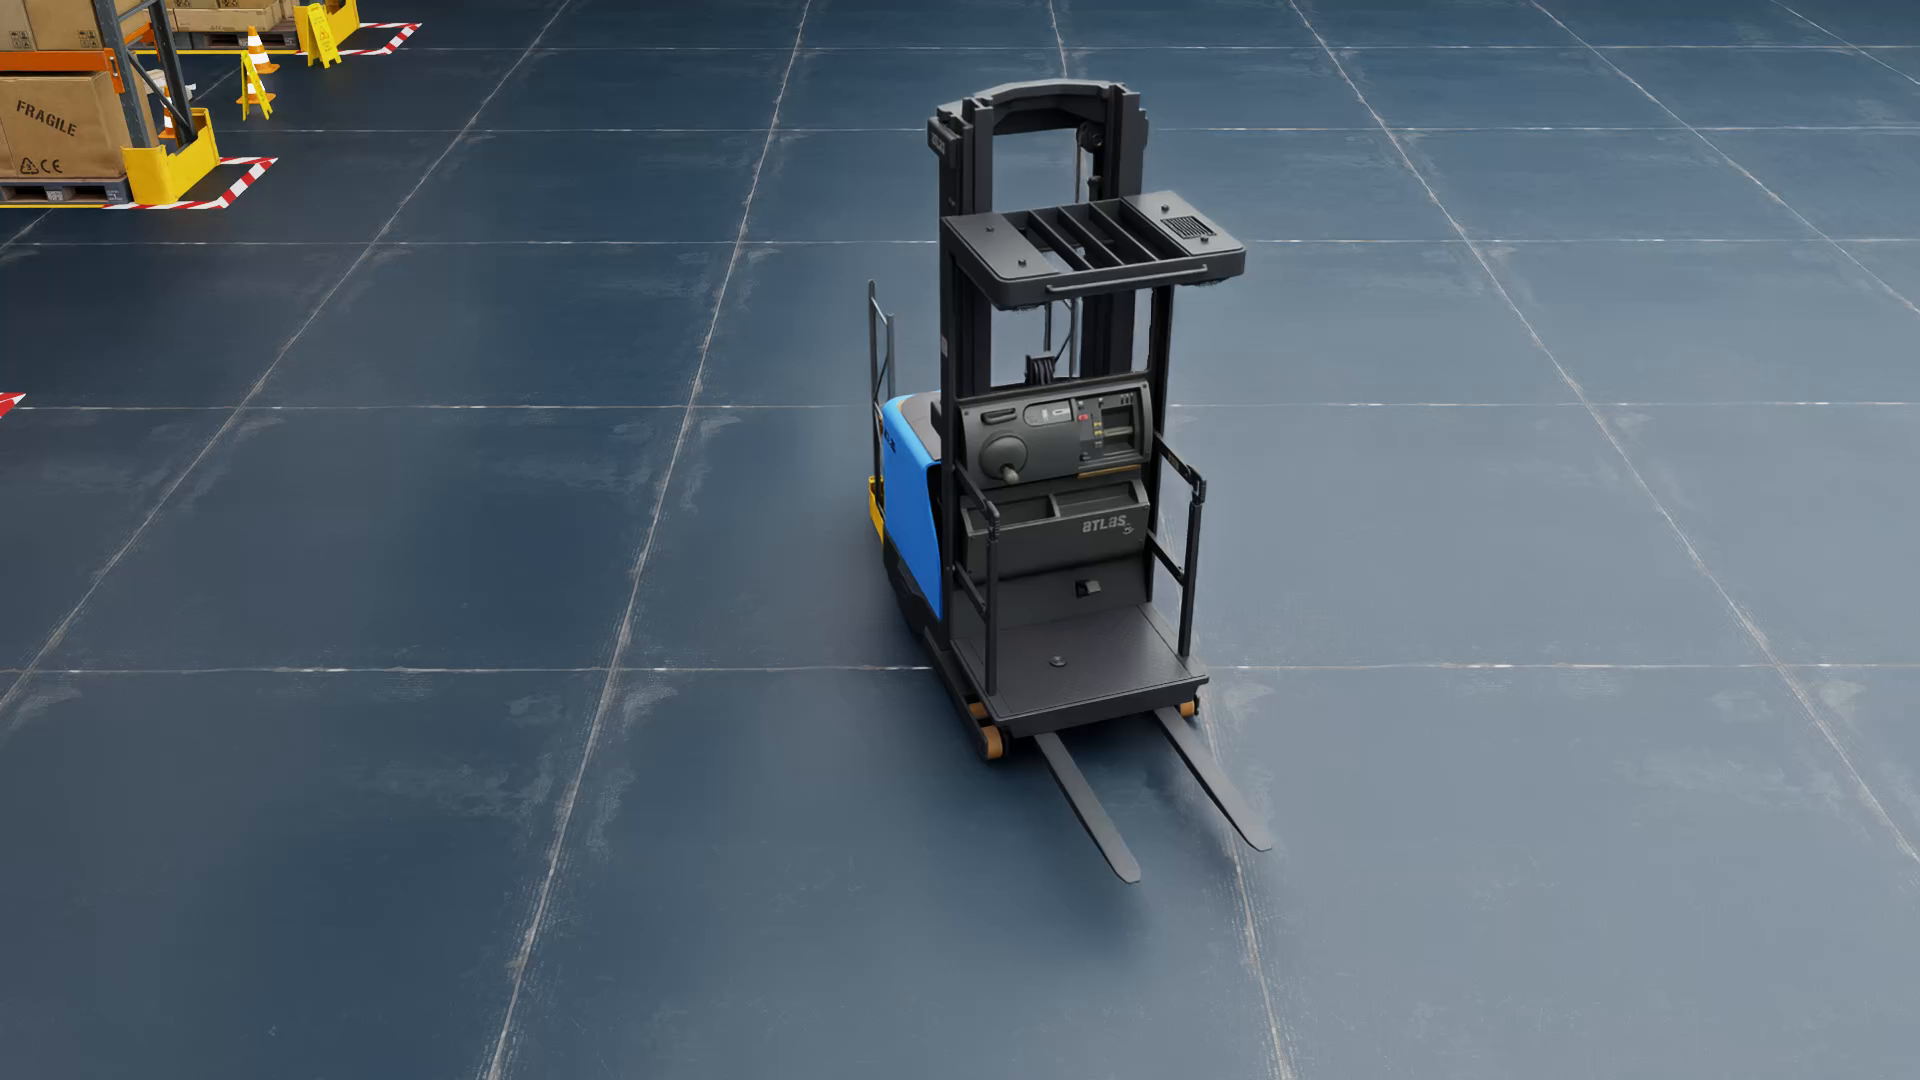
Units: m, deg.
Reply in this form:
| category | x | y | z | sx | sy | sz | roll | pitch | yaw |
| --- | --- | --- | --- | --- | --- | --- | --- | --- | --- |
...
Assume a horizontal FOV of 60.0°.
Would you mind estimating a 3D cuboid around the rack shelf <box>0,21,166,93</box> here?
| category | x | y | z | sx | sy | sz | roll | pitch | yaw |
| --- | --- | --- | --- | --- | --- | --- | --- | --- | --- |
| rack shelf | -9.035 | -4.178 | 14.327 | 4.000 | 0.370 | 1.077 | 0 | 31 | 0 |

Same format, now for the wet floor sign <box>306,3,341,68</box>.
| category | x | y | z | sx | sy | sz | roll | pitch | yaw |
| --- | --- | --- | --- | --- | --- | --- | --- | --- | --- |
| wet floor sign | -6.970 | -5.498 | 18.079 | 0.232 | 0.644 | 0.267 | 10 | 33 | 17 |

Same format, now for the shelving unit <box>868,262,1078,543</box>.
| category | x | y | z | sx | sy | sz | roll | pitch | yaw |
| --- | --- | --- | --- | --- | --- | --- | --- | --- | --- |
| shelving unit | 0.057 | -0.723 | 9.385 | 1.083 | 1.500 | 0.587 | -8 | 32 | -13 |

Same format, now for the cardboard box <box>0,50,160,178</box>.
| category | x | y | z | sx | sy | sz | roll | pitch | yaw |
| --- | --- | --- | --- | --- | --- | --- | --- | --- | --- |
| cardboard box | -7.713 | -3.726 | 14.533 | 0.875 | 0.875 | 0.875 | 0 | 31 | 0 |

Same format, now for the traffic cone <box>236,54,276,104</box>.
| category | x | y | z | sx | sy | sz | roll | pitch | yaw |
| --- | --- | --- | --- | --- | --- | --- | --- | --- | --- |
| traffic cone | -7.242 | -4.729 | 16.988 | 0.334 | 0.463 | 0.336 | 0 | 31 | 0 |

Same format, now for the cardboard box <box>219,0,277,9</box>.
| category | x | y | z | sx | sy | sz | roll | pitch | yaw |
| --- | --- | --- | --- | --- | --- | --- | --- | --- | --- |
| cardboard box | -7.966 | -6.246 | 18.565 | 0.500 | 0.500 | 0.500 | 0 | 31 | 0 |

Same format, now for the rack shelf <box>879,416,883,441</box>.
| category | x | y | z | sx | sy | sz | roll | pitch | yaw |
| --- | --- | --- | --- | --- | --- | --- | --- | --- | --- |
| rack shelf | 0.066 | -0.571 | 9.480 | 1.000 | 0.185 | 0.538 | -8 | 32 | -13 |

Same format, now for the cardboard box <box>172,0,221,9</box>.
| category | x | y | z | sx | sy | sz | roll | pitch | yaw |
| --- | --- | --- | --- | --- | --- | --- | --- | --- | --- |
| cardboard box | -8.488 | -6.242 | 18.559 | 0.500 | 0.500 | 0.500 | 1 | 31 | 2 |

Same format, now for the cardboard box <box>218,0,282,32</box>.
| category | x | y | z | sx | sy | sz | roll | pitch | yaw |
| --- | --- | --- | --- | --- | --- | --- | --- | --- | --- |
| cardboard box | -7.997 | -5.921 | 18.752 | 0.500 | 0.250 | 0.500 | 0 | 31 | -1 |

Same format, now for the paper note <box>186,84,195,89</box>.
| category | x | y | z | sx | sy | sz | roll | pitch | yaw |
| --- | --- | --- | --- | --- | --- | --- | --- | --- | --- |
| paper note | -8.099 | -4.754 | 17.445 | 0.142 | 0.019 | 0.148 | -11 | 33 | -17 |

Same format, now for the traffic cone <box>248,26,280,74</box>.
| category | x | y | z | sx | sy | sz | roll | pitch | yaw |
| --- | --- | --- | --- | --- | --- | --- | --- | --- | --- |
| traffic cone | -7.588 | -5.304 | 17.935 | 0.334 | 0.463 | 0.336 | 0 | 31 | 0 |

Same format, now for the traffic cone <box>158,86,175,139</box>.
| category | x | y | z | sx | sy | sz | roll | pitch | yaw |
| --- | --- | --- | --- | --- | --- | --- | --- | --- | --- |
| traffic cone | -7.575 | -4.142 | 16.020 | 0.334 | 0.463 | 0.336 | 0 | 31 | 0 |

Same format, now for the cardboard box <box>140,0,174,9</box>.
| category | x | y | z | sx | sy | sz | roll | pitch | yaw |
| --- | --- | --- | --- | --- | --- | --- | --- | --- | --- |
| cardboard box | -8.992 | -6.244 | 18.562 | 0.500 | 0.500 | 0.500 | -1 | 31 | -1 |

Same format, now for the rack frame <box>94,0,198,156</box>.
| category | x | y | z | sx | sy | sz | roll | pitch | yaw |
| --- | --- | --- | --- | --- | --- | --- | --- | --- | --- |
| rack frame | -7.035 | -4.492 | 14.150 | 0.127 | 3.000 | 1.000 | 0 | 31 | 0 |

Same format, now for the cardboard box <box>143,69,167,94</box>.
| category | x | y | z | sx | sy | sz | roll | pitch | yaw |
| --- | --- | --- | --- | --- | --- | --- | --- | --- | --- |
| cardboard box | -8.464 | -4.788 | 17.388 | 0.250 | 0.149 | 0.380 | 16 | 35 | 25 |

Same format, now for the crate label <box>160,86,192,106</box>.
| category | x | y | z | sx | sy | sz | roll | pitch | yaw |
| --- | --- | --- | --- | --- | --- | --- | --- | --- | --- |
| crate label | -8.028 | -4.555 | 17.015 | 0.298 | 0.136 | 0.250 | -17 | 35 | -26 |

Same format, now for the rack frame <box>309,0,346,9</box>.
| category | x | y | z | sx | sy | sz | roll | pitch | yaw |
| --- | --- | --- | --- | --- | --- | --- | --- | --- | --- |
| rack frame | -7.166 | -7.059 | 18.382 | 0.127 | 3.000 | 1.000 | 0 | 31 | 0 |

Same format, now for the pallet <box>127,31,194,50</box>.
| category | x | y | z | sx | sy | sz | roll | pitch | yaw |
| --- | --- | --- | --- | --- | --- | --- | --- | --- | --- |
| pallet | -9.272 | -5.880 | 19.127 | 1.213 | 0.211 | 1.003 | 0 | 31 | 0 |

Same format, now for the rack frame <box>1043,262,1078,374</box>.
| category | x | y | z | sx | sy | sz | roll | pitch | yaw |
| --- | --- | --- | --- | --- | --- | --- | --- | --- | --- |
| rack frame | 0.557 | -0.792 | 9.499 | 0.032 | 1.500 | 0.500 | -8 | 32 | -13 |

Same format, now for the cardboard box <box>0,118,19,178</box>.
| category | x | y | z | sx | sy | sz | roll | pitch | yaw |
| --- | --- | --- | --- | --- | --- | --- | --- | --- | --- |
| cardboard box | -8.593 | -3.723 | 14.526 | 0.875 | 0.875 | 0.875 | -1 | 31 | -1 |

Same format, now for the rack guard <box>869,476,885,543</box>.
| category | x | y | z | sx | sy | sz | roll | pitch | yaw |
| --- | --- | --- | --- | --- | --- | --- | --- | --- | --- |
| rack guard | -0.424 | -0.122 | 9.600 | 0.087 | 0.250 | 0.587 | -8 | 32 | -13 |

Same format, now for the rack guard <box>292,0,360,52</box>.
| category | x | y | z | sx | sy | sz | roll | pitch | yaw |
| --- | --- | --- | --- | --- | --- | --- | --- | --- | --- |
| rack guard | -7.242 | -5.990 | 19.030 | 0.348 | 0.500 | 1.175 | 0 | 31 | 0 |

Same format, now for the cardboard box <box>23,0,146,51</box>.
| category | x | y | z | sx | sy | sz | roll | pitch | yaw |
| --- | --- | --- | --- | --- | --- | --- | --- | --- | --- |
| cardboard box | -7.406 | -4.531 | 14.071 | 0.550 | 0.550 | 0.875 | 0 | 31 | 0 |

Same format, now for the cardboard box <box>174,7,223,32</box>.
| category | x | y | z | sx | sy | sz | roll | pitch | yaw |
| --- | --- | --- | --- | --- | --- | --- | --- | --- | --- |
| cardboard box | -8.491 | -5.923 | 18.756 | 0.500 | 0.250 | 0.500 | 0 | 31 | 0 |

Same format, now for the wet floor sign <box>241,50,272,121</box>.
| category | x | y | z | sx | sy | sz | roll | pitch | yaw |
| --- | --- | --- | --- | --- | --- | --- | --- | --- | --- |
| wet floor sign | -7.018 | -4.512 | 16.454 | 0.232 | 0.644 | 0.267 | -5 | 32 | -9 |

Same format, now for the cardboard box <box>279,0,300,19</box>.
| category | x | y | z | sx | sy | sz | roll | pitch | yaw |
| --- | --- | --- | --- | --- | --- | --- | --- | --- | --- |
| cardboard box | -7.975 | -6.204 | 19.218 | 0.500 | 0.250 | 0.500 | 0 | 31 | -1 |

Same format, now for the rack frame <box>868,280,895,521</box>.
| category | x | y | z | sx | sy | sz | roll | pitch | yaw |
| --- | --- | --- | --- | --- | --- | --- | --- | --- | --- |
| rack frame | -0.425 | -0.657 | 9.275 | 0.032 | 1.500 | 0.500 | -8 | 32 | -13 |

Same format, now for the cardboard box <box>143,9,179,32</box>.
| category | x | y | z | sx | sy | sz | roll | pitch | yaw |
| --- | --- | --- | --- | --- | --- | --- | --- | --- | --- |
| cardboard box | -9.014 | -5.919 | 18.749 | 0.500 | 0.250 | 0.500 | -1 | 31 | -2 |

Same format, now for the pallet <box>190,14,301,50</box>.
| category | x | y | z | sx | sy | sz | roll | pitch | yaw |
| --- | --- | --- | --- | --- | --- | --- | --- | --- | --- |
| pallet | -8.055 | -5.882 | 19.131 | 1.213 | 0.211 | 1.003 | 0 | 31 | 0 |

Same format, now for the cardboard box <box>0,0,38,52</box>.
| category | x | y | z | sx | sy | sz | roll | pitch | yaw |
| --- | --- | --- | --- | --- | --- | --- | --- | --- | --- |
| cardboard box | -7.956 | -4.518 | 14.049 | 0.550 | 0.550 | 0.875 | 0 | 31 | 0 |

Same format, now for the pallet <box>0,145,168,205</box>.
| category | x | y | z | sx | sy | sz | roll | pitch | yaw |
| --- | --- | --- | --- | --- | --- | --- | --- | --- | --- |
| pallet | -7.834 | -3.256 | 14.803 | 1.213 | 0.211 | 1.003 | 0 | 31 | 0 |

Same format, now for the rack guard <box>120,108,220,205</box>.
| category | x | y | z | sx | sy | sz | roll | pitch | yaw |
| --- | --- | --- | --- | --- | --- | --- | --- | --- | --- |
| rack guard | -7.011 | -3.423 | 14.799 | 0.348 | 0.500 | 1.175 | 0 | 31 | 0 |

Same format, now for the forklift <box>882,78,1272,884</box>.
| category | x | y | z | sx | sy | sz | roll | pitch | yaw |
| --- | --- | --- | --- | --- | --- | --- | --- | --- | --- |
| forklift | 0.526 | -0.443 | 7.544 | 1.130 | 2.935 | 3.031 | -10 | 33 | -16 |
